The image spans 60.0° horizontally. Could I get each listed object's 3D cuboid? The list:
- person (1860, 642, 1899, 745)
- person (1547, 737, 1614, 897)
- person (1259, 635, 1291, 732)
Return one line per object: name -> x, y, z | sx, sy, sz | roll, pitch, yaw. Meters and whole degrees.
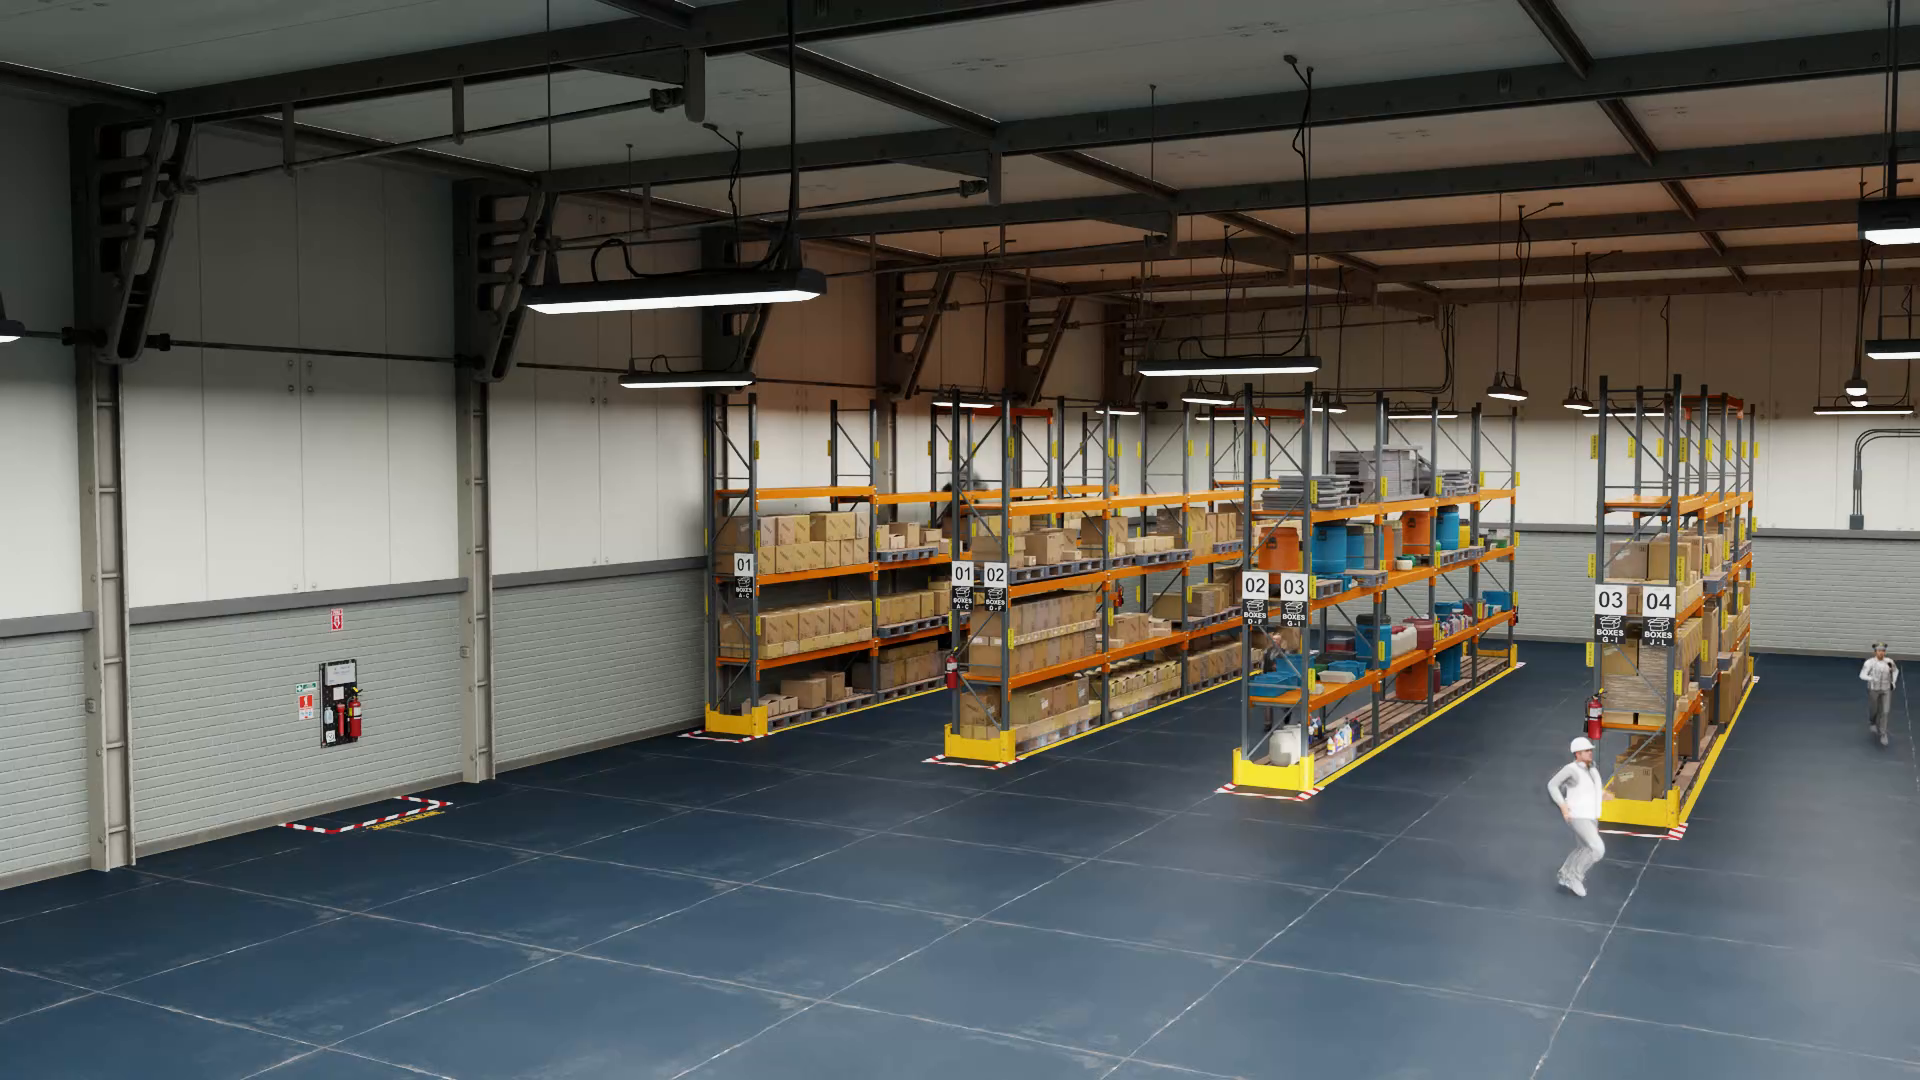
person -> 15.816, 2.606, 28.601 | 0.613, 1.706, 0.923 | 1, 3, 21
person -> 7.010, 3.109, 18.672 | 0.629, 1.771, 0.693 | -2, 4, -39
person -> 5.628, 2.541, 29.658 | 0.667, 1.699, 0.915 | 2, 4, 30
